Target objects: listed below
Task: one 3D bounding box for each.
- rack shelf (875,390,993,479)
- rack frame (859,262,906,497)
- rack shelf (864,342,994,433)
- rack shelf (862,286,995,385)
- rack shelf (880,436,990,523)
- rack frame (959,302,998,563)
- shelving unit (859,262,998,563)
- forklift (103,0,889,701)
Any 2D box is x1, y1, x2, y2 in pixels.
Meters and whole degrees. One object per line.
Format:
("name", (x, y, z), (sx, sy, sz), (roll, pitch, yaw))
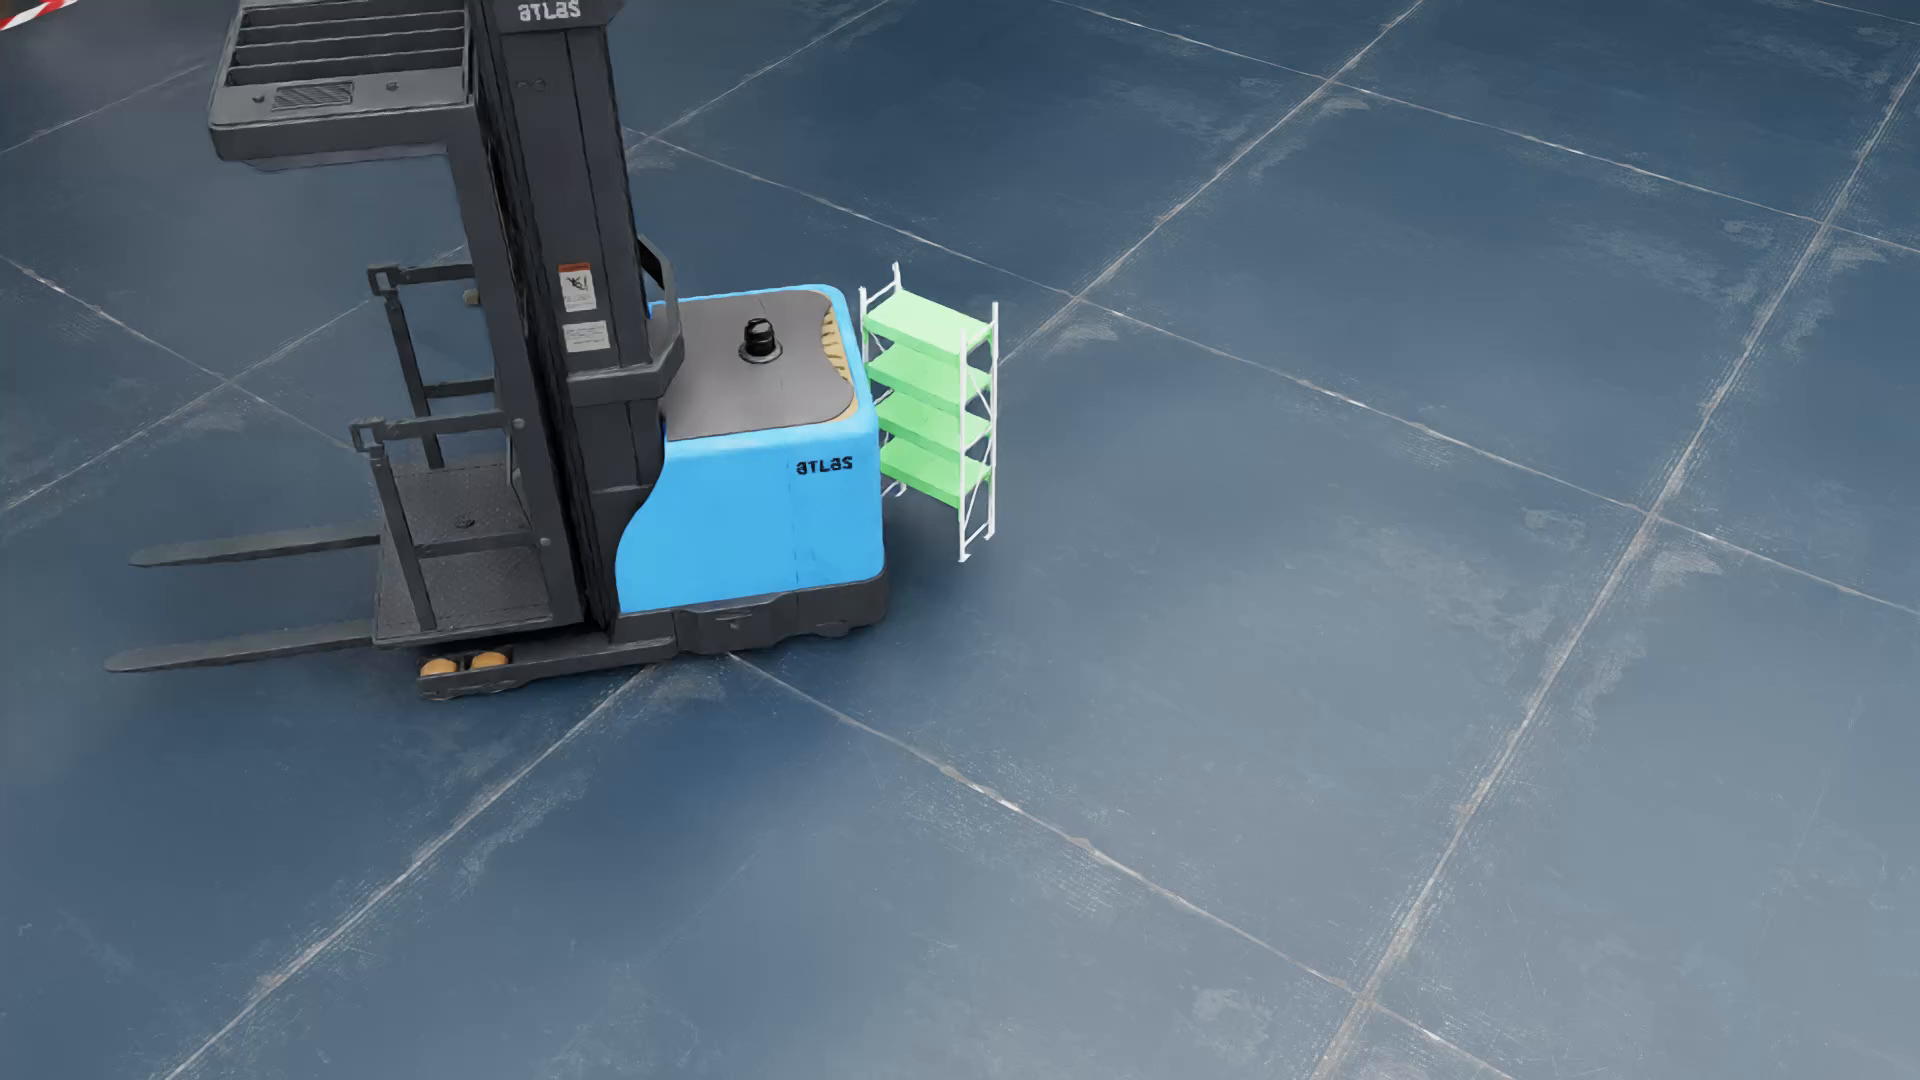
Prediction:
("rack shelf", (-0.124, -0.463, 6.964), (0.480, 0.148, 0.258), (26, 48, 26))
("rack frame", (-0.321, -0.607, 7.028), (0.015, 1.200, 0.240), (26, 48, 26))
("rack shelf", (-0.124, -0.642, 6.804), (0.480, 0.148, 0.258), (26, 48, 26))
("rack shelf", (-0.124, -0.821, 6.644), (0.480, 0.148, 0.258), (26, 48, 26))
("rack shelf", (-0.124, -0.285, 7.124), (0.480, 0.148, 0.258), (26, 48, 26))
("rack frame", (0.074, -0.416, 6.815), (0.015, 1.200, 0.240), (26, 48, 26))
("shelving unit", (-0.124, -0.511, 6.921), (0.503, 1.200, 0.258), (26, 48, 26))
("forklift", (-1.861, -0.847, 5.999), (3.031, 2.935, 1.130), (-8, 42, -9))
